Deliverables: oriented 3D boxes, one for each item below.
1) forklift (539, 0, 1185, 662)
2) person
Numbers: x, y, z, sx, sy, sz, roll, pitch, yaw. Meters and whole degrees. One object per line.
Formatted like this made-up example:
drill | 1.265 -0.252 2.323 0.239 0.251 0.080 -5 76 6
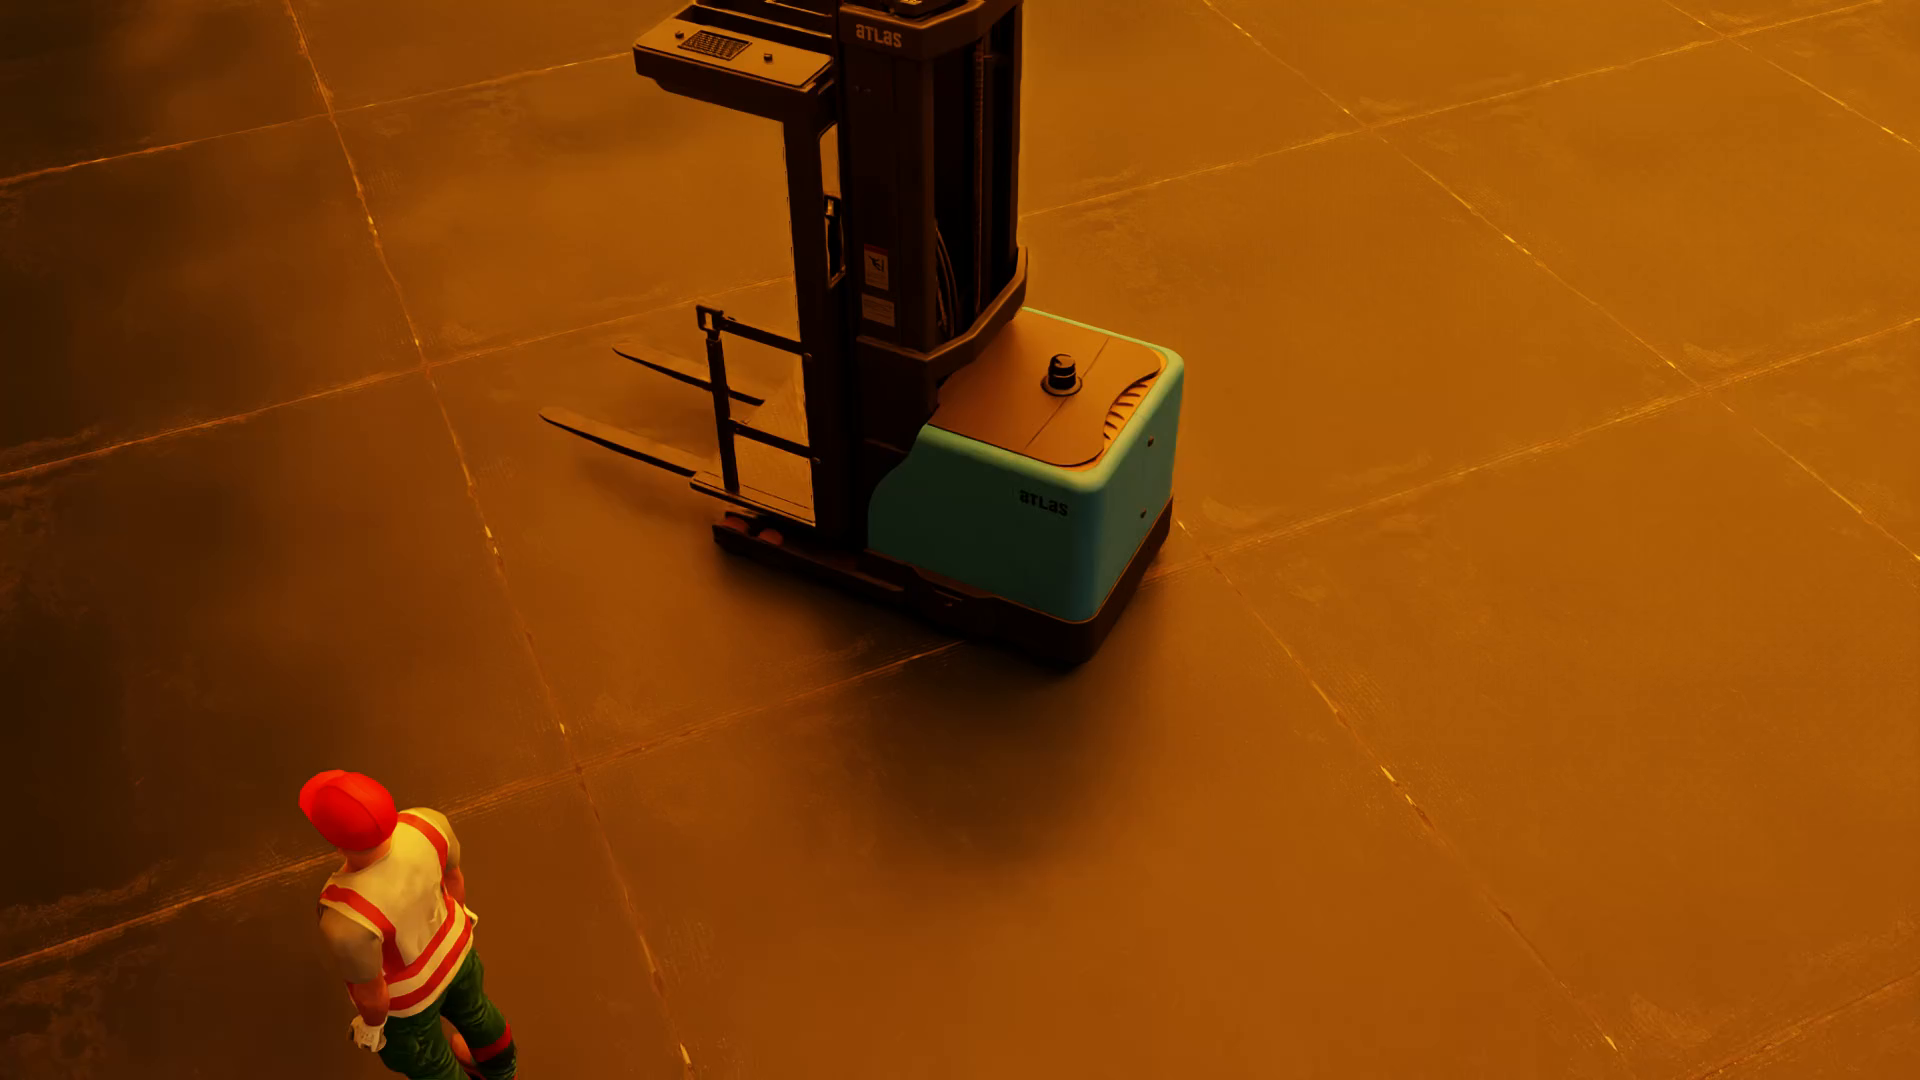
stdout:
forklift | -0.573 -1.257 7.028 3.031 2.935 1.130 19 46 20
person | -1.701 1.309 5.114 0.366 1.796 0.525 15 45 15
